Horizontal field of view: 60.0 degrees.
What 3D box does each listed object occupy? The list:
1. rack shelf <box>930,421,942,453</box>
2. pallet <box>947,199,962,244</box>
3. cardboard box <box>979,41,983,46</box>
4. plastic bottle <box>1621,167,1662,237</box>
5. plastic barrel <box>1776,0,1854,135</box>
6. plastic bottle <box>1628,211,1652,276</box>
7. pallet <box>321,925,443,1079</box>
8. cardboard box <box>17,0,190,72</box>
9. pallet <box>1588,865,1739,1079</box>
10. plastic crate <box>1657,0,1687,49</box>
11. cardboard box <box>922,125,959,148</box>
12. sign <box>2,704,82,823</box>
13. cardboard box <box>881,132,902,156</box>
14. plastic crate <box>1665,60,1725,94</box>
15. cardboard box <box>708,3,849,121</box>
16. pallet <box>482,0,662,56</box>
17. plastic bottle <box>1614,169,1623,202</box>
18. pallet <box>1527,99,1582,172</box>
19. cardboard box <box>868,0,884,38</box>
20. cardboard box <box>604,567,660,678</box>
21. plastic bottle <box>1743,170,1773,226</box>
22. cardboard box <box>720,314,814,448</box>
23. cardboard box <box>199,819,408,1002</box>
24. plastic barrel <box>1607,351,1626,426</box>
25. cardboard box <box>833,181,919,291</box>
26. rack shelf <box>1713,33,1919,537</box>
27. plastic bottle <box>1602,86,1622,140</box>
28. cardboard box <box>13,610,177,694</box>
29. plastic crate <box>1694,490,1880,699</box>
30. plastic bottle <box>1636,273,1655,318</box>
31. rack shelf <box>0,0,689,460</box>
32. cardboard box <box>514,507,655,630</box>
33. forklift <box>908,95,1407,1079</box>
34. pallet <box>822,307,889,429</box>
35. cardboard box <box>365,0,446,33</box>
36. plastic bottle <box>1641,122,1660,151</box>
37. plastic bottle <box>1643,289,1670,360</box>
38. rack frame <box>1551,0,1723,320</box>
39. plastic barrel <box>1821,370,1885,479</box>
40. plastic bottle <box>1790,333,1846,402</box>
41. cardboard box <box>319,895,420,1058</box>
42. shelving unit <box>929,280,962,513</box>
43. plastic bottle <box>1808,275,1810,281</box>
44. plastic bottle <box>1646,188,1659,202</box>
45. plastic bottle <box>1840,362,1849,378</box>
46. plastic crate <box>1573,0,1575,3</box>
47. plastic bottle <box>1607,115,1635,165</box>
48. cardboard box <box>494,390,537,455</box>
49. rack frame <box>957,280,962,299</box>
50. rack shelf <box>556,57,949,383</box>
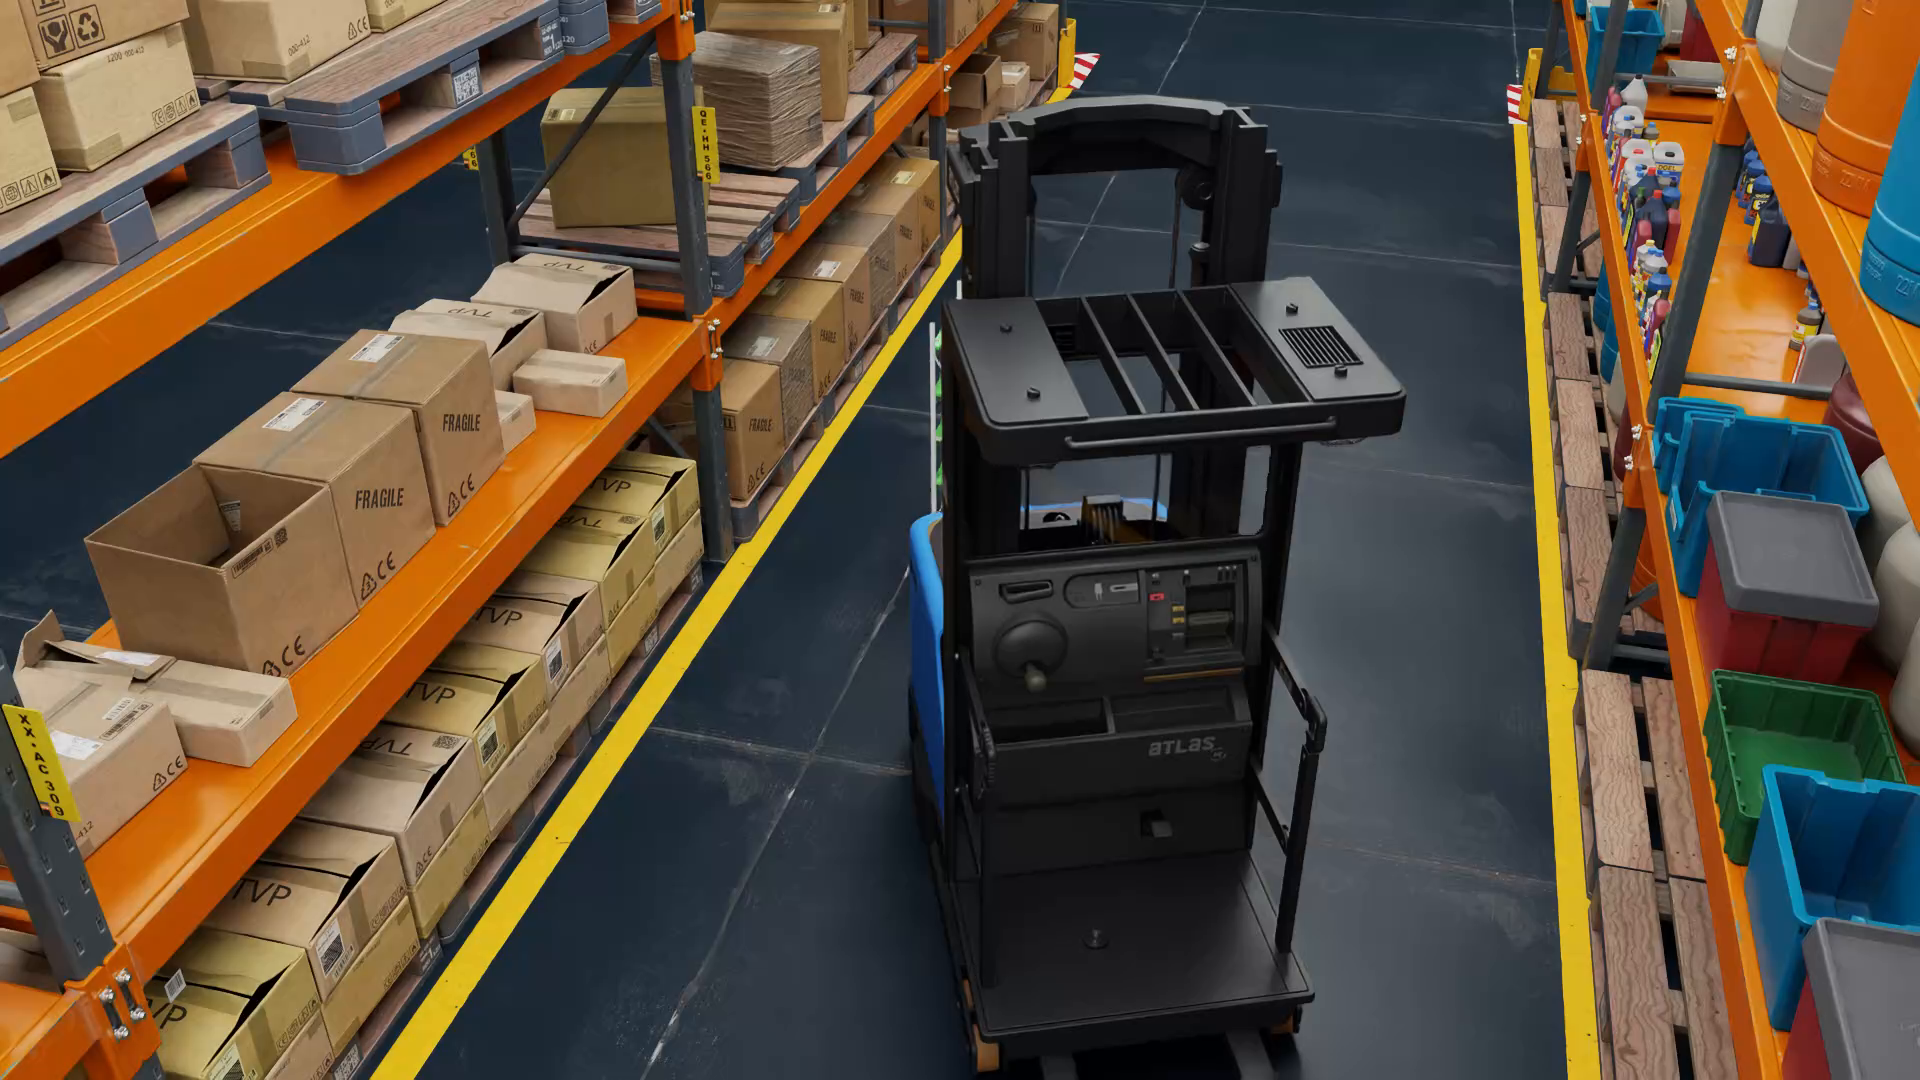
[{"bbox_3d":[0.042,-0.538,8.097,0.258,0.148,0.480,8,33,12],"label":"rack shelf"},{"bbox_3d":[-0.413,-2.497,11.982,1.003,0.211,1.213,8,33,12],"label":"pallet"},{"bbox_3d":[-0.011,-4.206,14.317,0.380,0.149,0.250,8,33,12],"label":"cardboard box"},{"bbox_3d":[3.329,-1.648,8.092,0.144,0.351,0.185,8,33,12],"label":"plastic bottle"},{"bbox_3d":[2.769,-1.647,4.781,0.600,0.901,0.600,0,32,0],"label":"plastic barrel"},{"bbox_3d":[3.167,-1.378,7.730,0.061,0.283,0.133,8,33,12],"label":"plastic bottle"},{"bbox_3d":[-2.469,1.623,5.501,1.003,0.211,1.213,8,33,12],"label":"pallet"},{"bbox_3d":[-2.301,-1.476,4.029,0.500,0.500,0.500,11,34,17],"label":"cardboard box"},{"bbox_3d":[2.642,1.639,5.475,1.003,0.211,1.213,8,33,12],"label":"pallet"},{"bbox_3d":[4.768,-3.384,10.832,0.437,0.282,0.530,8,33,12],"label":"plastic crate"},{"bbox_3d":[-0.062,-2.946,12.320,0.380,0.166,0.250,8,33,12],"label":"cardboard box"},{"bbox_3d":[-2.081,0.510,3.772,0.100,0.325,0.005,8,33,12],"label":"sign"},{"bbox_3d":[-0.718,-2.783,11.751,0.500,0.500,0.500,8,33,12],"label":"cardboard box"},{"bbox_3d":[4.459,-2.778,10.013,0.396,0.136,0.243,8,33,12],"label":"plastic crate"},{"bbox_3d":[-0.977,-2.612,9.078,0.700,0.500,0.500,0,32,0],"label":"cardboard box"},{"bbox_3d":[-1.689,-2.064,6.081,1.213,0.211,1.003,10,34,15],"label":"pallet"},{"bbox_3d":[3.425,-1.832,8.522,0.097,0.201,0.097,0,32,0],"label":"plastic bottle"},{"bbox_3d":[4.971,-3.118,12.957,1.003,0.211,1.213,8,33,12],"label":"pallet"},{"bbox_3d":[-0.709,-3.654,11.109,0.500,0.500,0.500,9,33,13],"label":"cardboard box"},{"bbox_3d":[-1.628,0.315,7.130,0.500,0.250,0.500,8,33,12],"label":"cardboard box"},{"bbox_3d":[3.976,-1.704,8.255,0.097,0.271,0.097,0,32,0],"label":"plastic bottle"},{"bbox_3d":[-1.084,-0.843,8.699,0.500,0.500,0.500,7,33,11],"label":"cardboard box"},{"bbox_3d":[-2.140,1.141,5.309,0.500,0.311,0.500,8,33,12],"label":"cardboard box"},{"bbox_3d":[3.638,-0.840,8.704,0.421,0.512,0.421,0,32,0],"label":"plastic barrel"},{"bbox_3d":[-0.569,-1.898,10.360,0.500,0.500,0.500,8,33,13],"label":"cardboard box"},{"bbox_3d":[2.680,-0.490,4.100,1.077,0.370,4.000,8,33,12],"label":"rack shelf"},{"bbox_3d":[3.663,-2.391,9.324,0.061,0.283,0.133,8,33,12],"label":"plastic bottle"},{"bbox_3d":[-2.573,0.409,4.936,0.396,0.266,0.258,7,33,11],"label":"cardboard box"},{"bbox_3d":[2.481,0.204,5.073,0.402,0.464,0.583,8,33,12],"label":"plastic crate"},{"bbox_3d":[3.057,-1.079,7.336,0.097,0.201,0.097,0,32,0],"label":"plastic bottle"},{"bbox_3d":[-2.111,-1.166,5.164,1.077,0.370,4.000,8,33,12],"label":"rack shelf"},{"bbox_3d":[-1.623,0.080,6.976,0.500,0.311,0.500,8,33,12],"label":"cardboard box"},{"bbox_3d":[0.529,0.308,5.034,1.130,2.935,3.031,-5,33,-8],"label":"forklift"},{"bbox_3d":[-1.065,-1.079,9.750,1.003,0.211,1.213,8,33,12],"label":"pallet"},{"bbox_3d":[-1.935,-1.809,5.252,0.500,0.250,0.500,7,33,11],"label":"cardboard box"},{"bbox_3d":[3.749,-2.172,9.056,0.097,0.201,0.097,0,32,0],"label":"plastic bottle"},{"bbox_3d":[2.936,-0.904,6.985,0.061,0.283,0.133,8,33,12],"label":"plastic bottle"},{"bbox_3d":[4.202,-2.641,9.609,1.000,3.000,0.127,8,33,12],"label":"rack frame"},{"bbox_3d":[3.363,-0.341,5.864,0.600,0.536,0.708,8,33,12],"label":"plastic barrel"},{"bbox_3d":[3.463,-0.715,6.694,0.152,0.276,0.135,8,33,12],"label":"plastic bottle"},{"bbox_3d":[-2.145,1.376,5.461,0.500,0.250,0.500,9,33,14],"label":"cardboard box"},{"bbox_3d":[0.042,-0.592,8.063,0.258,1.200,0.503,8,33,12],"label":"shelving unit"},{"bbox_3d":[3.947,-1.290,7.593,0.061,0.283,0.133,8,33,12],"label":"plastic bottle"},{"bbox_3d":[3.307,-1.534,7.977,0.061,0.283,0.133,8,33,12],"label":"plastic bottle"},{"bbox_3d":[3.610,-0.694,6.661,0.152,0.276,0.135,8,33,12],"label":"plastic bottle"},{"bbox_3d":[4.502,-3.905,11.697,0.416,0.233,0.300,8,33,12],"label":"plastic crate"},{"bbox_3d":[3.568,-2.152,8.960,0.097,0.271,0.097,0,32,0],"label":"plastic bottle"},{"bbox_3d":[-1.872,-0.467,6.422,0.380,0.149,0.250,10,34,16],"label":"cardboard box"},{"bbox_3d":[0.104,-0.719,8.262,0.240,1.200,0.015,8,33,12],"label":"rack frame"},{"bbox_3d":[-1.095,-1.976,9.233,1.077,0.370,4.000,8,33,12],"label":"rack shelf"}]
